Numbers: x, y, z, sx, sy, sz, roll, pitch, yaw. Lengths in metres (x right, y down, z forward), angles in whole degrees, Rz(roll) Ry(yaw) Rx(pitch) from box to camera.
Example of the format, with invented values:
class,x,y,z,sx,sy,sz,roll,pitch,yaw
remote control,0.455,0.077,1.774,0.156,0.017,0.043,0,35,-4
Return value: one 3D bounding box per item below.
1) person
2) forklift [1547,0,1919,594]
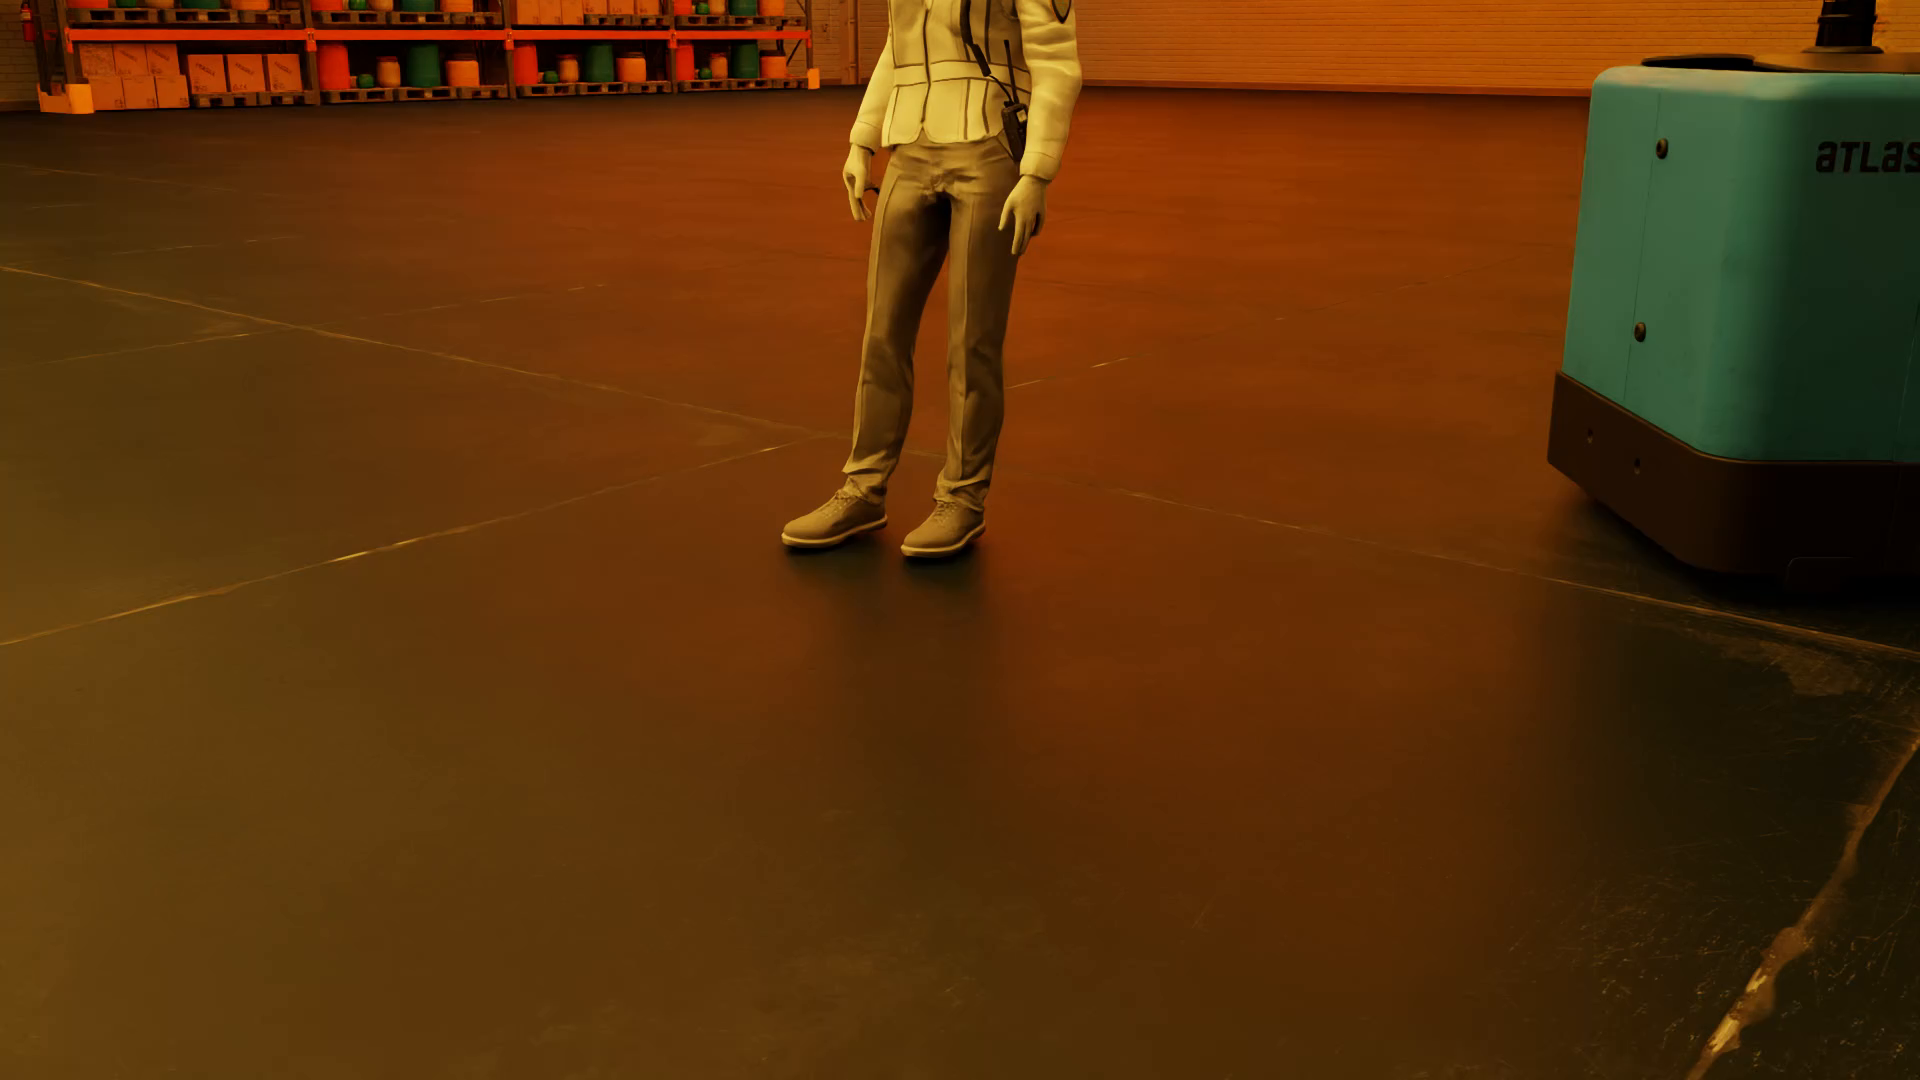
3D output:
class,x,y,z,sx,sy,sz,roll,pitch,yaw
person,-0.049,-0.804,3.648,0.586,1.694,0.531,13,21,37
forklift,3.053,-1.409,3.538,3.031,2.935,1.130,0,17,0
